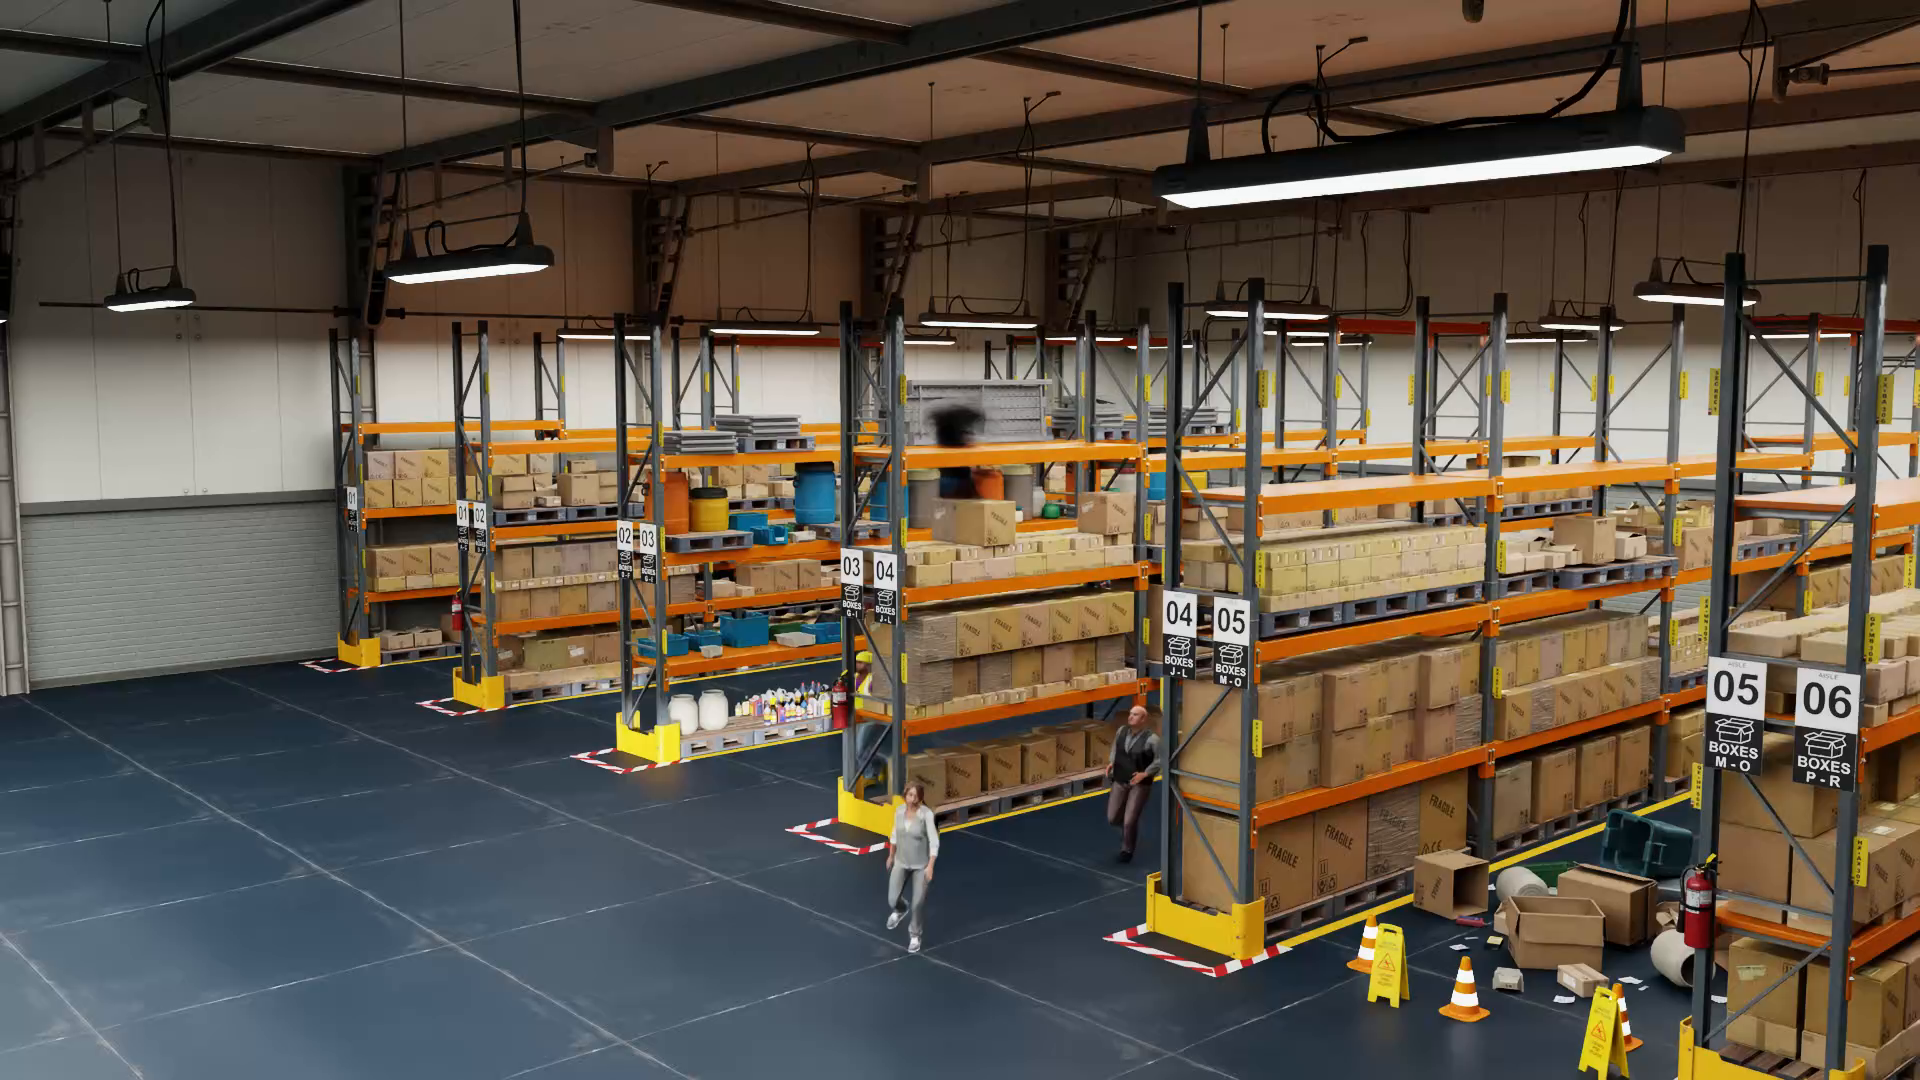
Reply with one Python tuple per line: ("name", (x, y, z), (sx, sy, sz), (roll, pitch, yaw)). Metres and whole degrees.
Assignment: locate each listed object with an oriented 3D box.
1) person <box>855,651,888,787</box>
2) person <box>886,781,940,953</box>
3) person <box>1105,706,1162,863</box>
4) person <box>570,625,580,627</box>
("person", (-1.187, 2.249, 20.842), (0.615, 1.718, 0.715), (-5, 8, -41))
("person", (-0.435, 2.922, 14.951), (0.579, 1.576, 0.647), (1, 6, 14))
("person", (1.880, 2.590, 17.737), (0.684, 1.683, 0.547), (4, 7, 34))
("person", (-6.970, 1.294, 30.279), (0.714, 1.777, 0.997), (3, 6, 29))
